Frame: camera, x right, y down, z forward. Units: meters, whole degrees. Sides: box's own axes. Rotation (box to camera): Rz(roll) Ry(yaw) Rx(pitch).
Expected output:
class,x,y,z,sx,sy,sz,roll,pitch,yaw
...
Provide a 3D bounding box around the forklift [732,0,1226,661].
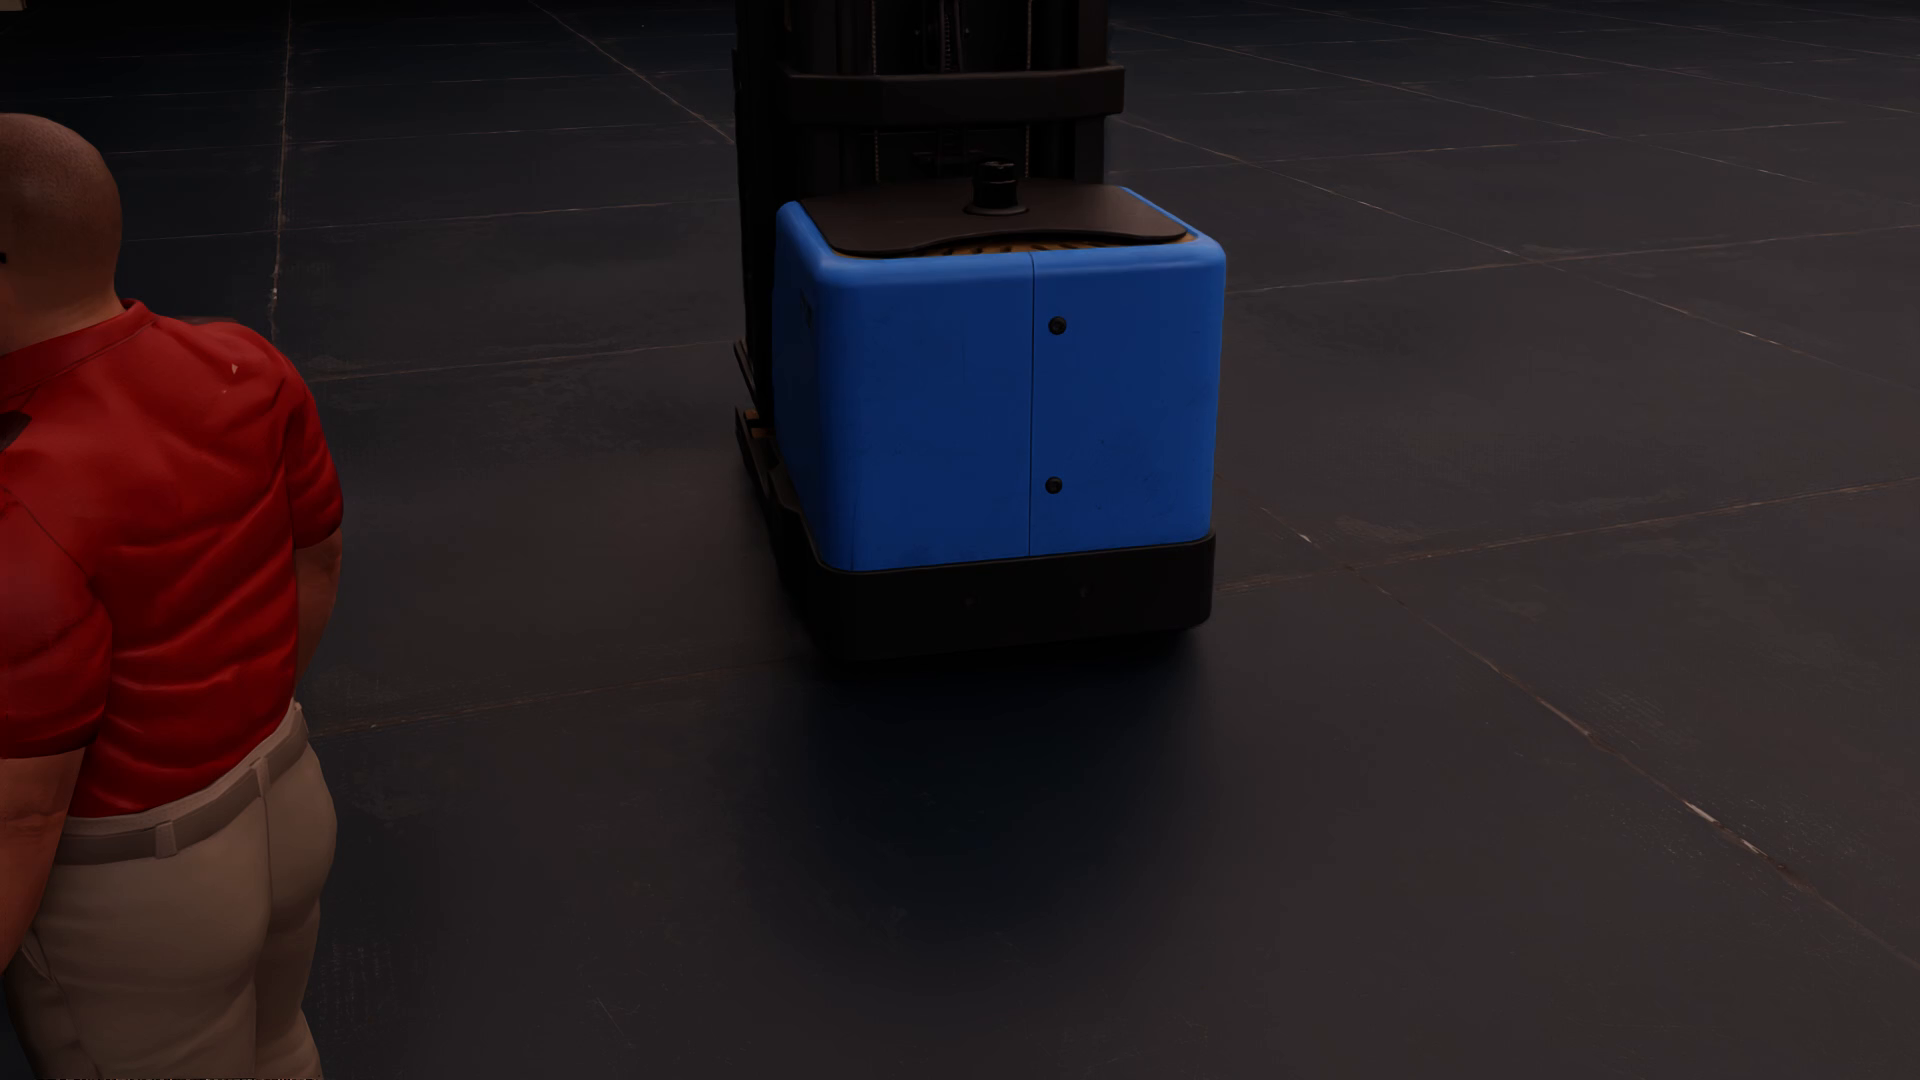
class,x,y,z,sx,sy,sz,roll,pitch,yaw
forklift,-0.160,-1.590,5.079,1.130,2.935,3.031,-5,23,-12

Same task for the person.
class,x,y,z,sx,sy,sz,roll,pitch,yaw
person,-1.026,0.371,1.957,0.546,1.732,0.659,3,23,7
